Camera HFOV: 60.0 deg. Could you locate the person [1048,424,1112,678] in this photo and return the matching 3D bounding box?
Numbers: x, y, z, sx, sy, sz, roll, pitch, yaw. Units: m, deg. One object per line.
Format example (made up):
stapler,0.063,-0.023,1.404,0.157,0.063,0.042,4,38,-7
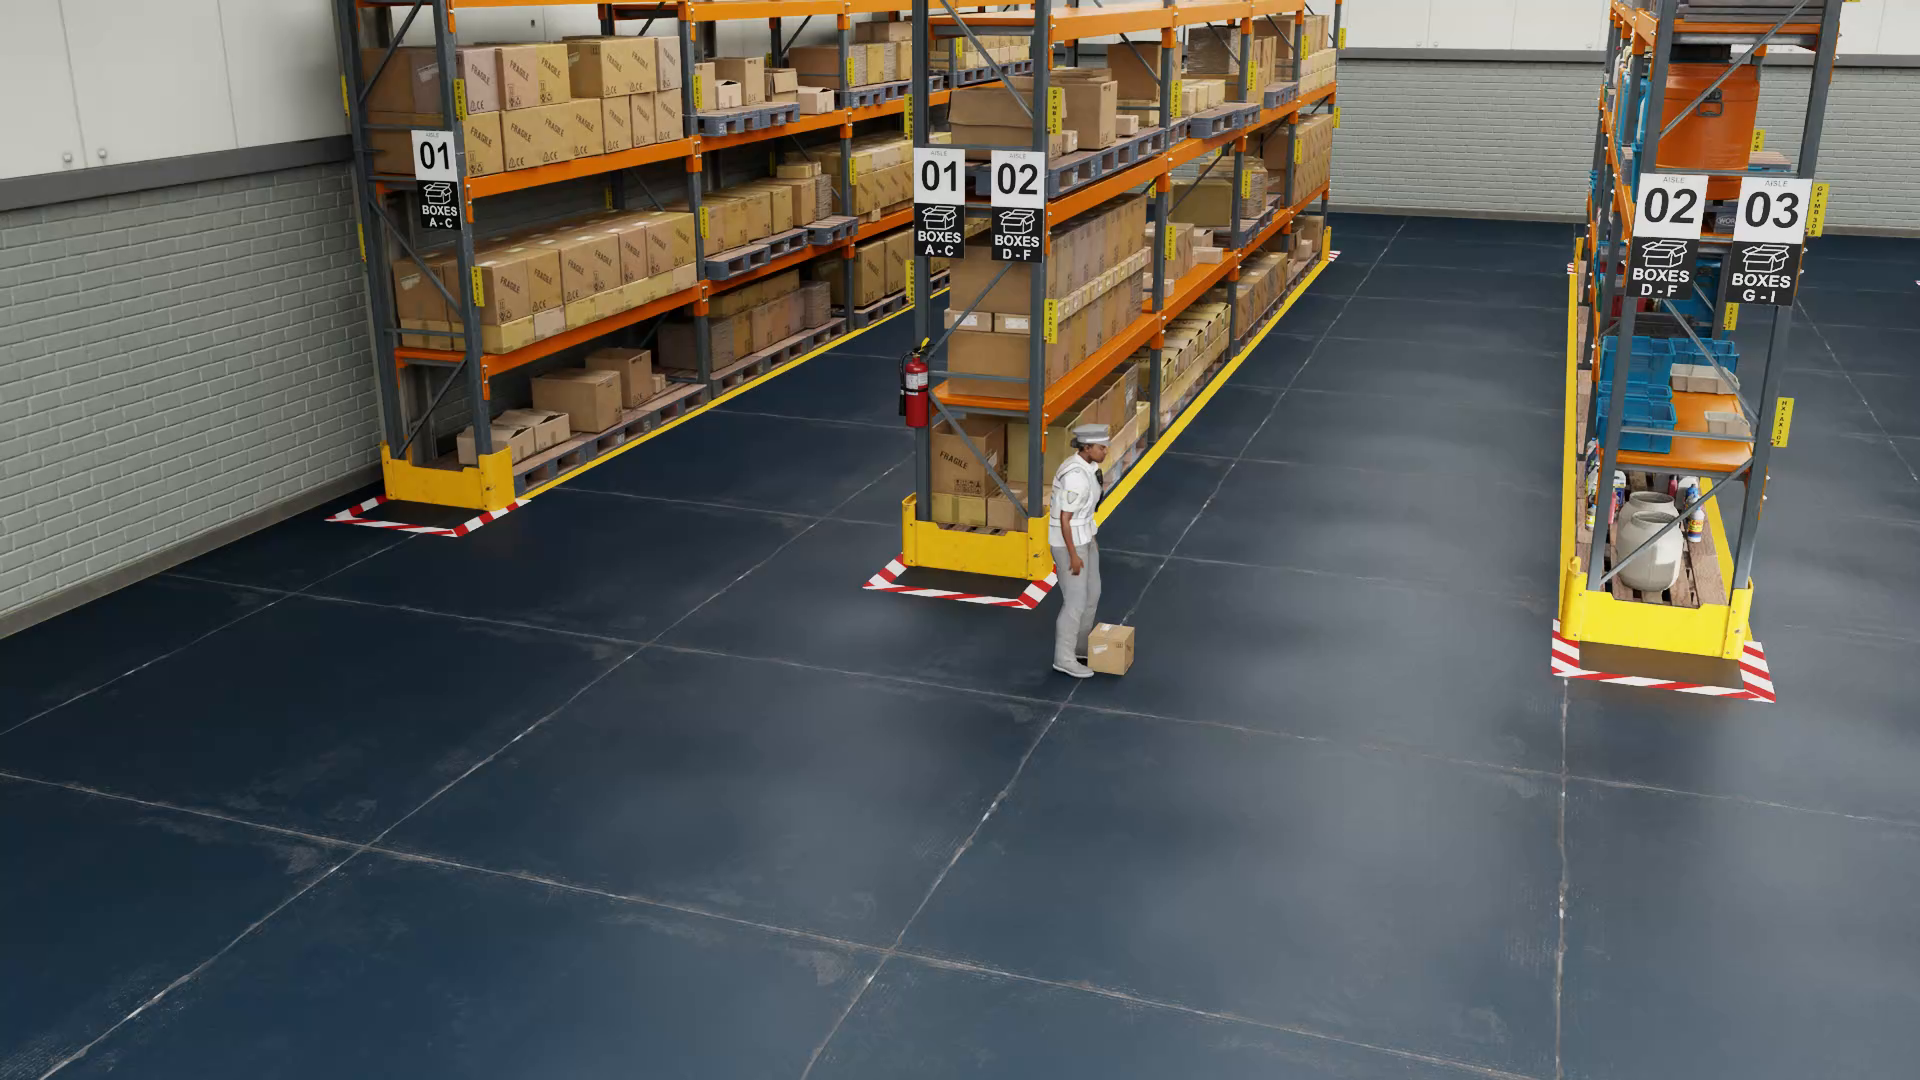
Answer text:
person,0.794,0.042,10.940,0.415,1.659,0.505,7,20,19
